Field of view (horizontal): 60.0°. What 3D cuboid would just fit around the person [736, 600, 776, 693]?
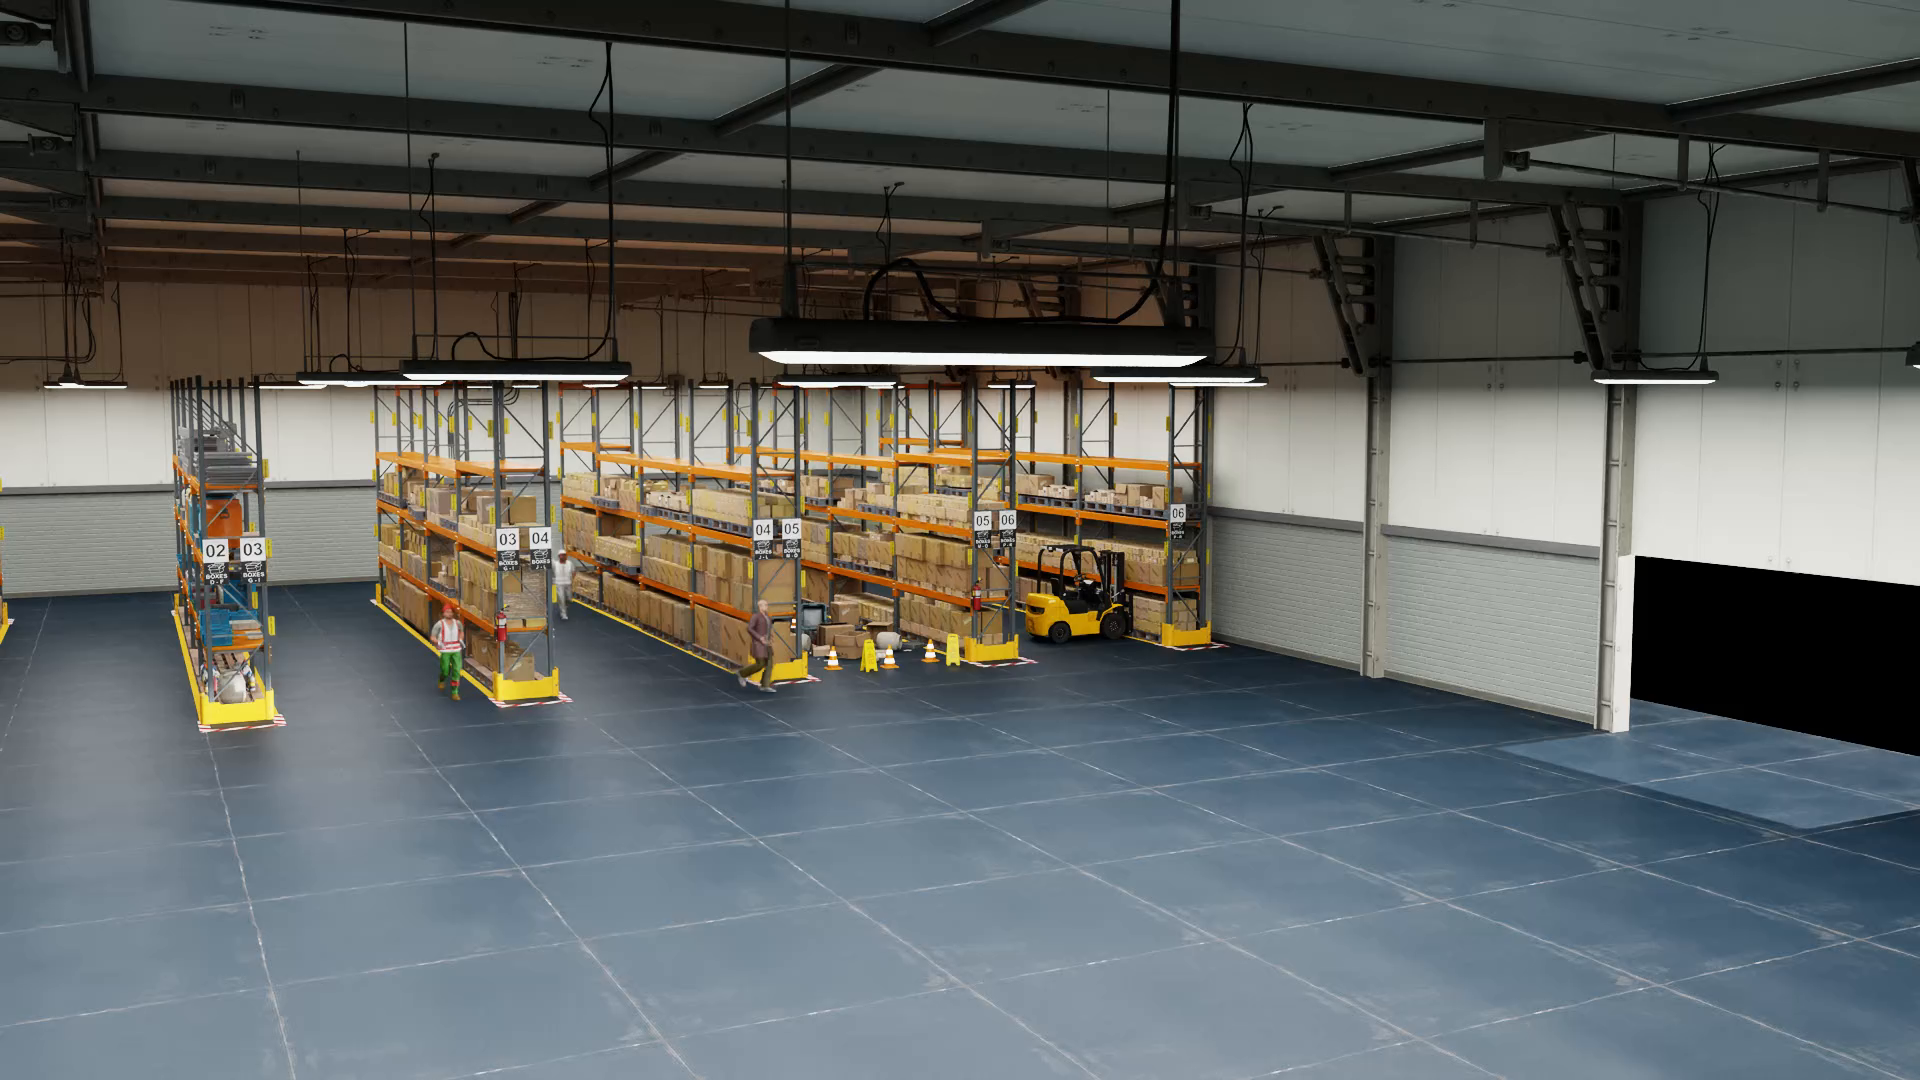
[{"bbox_3d":[-3.817,2.127,31.914,0.874,1.555,0.756,2,6,24],"label":"person"}]

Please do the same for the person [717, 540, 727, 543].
[{"bbox_3d":[-7.260,0.356,50.886,0.709,1.714,0.751,0,5,-3],"label":"person"}]

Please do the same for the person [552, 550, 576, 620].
[{"bbox_3d":[-10.029,1.121,41.963,0.696,1.752,0.840,-3,6,-26],"label":"person"}]

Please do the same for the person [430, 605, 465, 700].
[{"bbox_3d":[-9.510,2.083,31.000,0.658,1.754,0.889,-3,6,-33],"label":"person"}]
